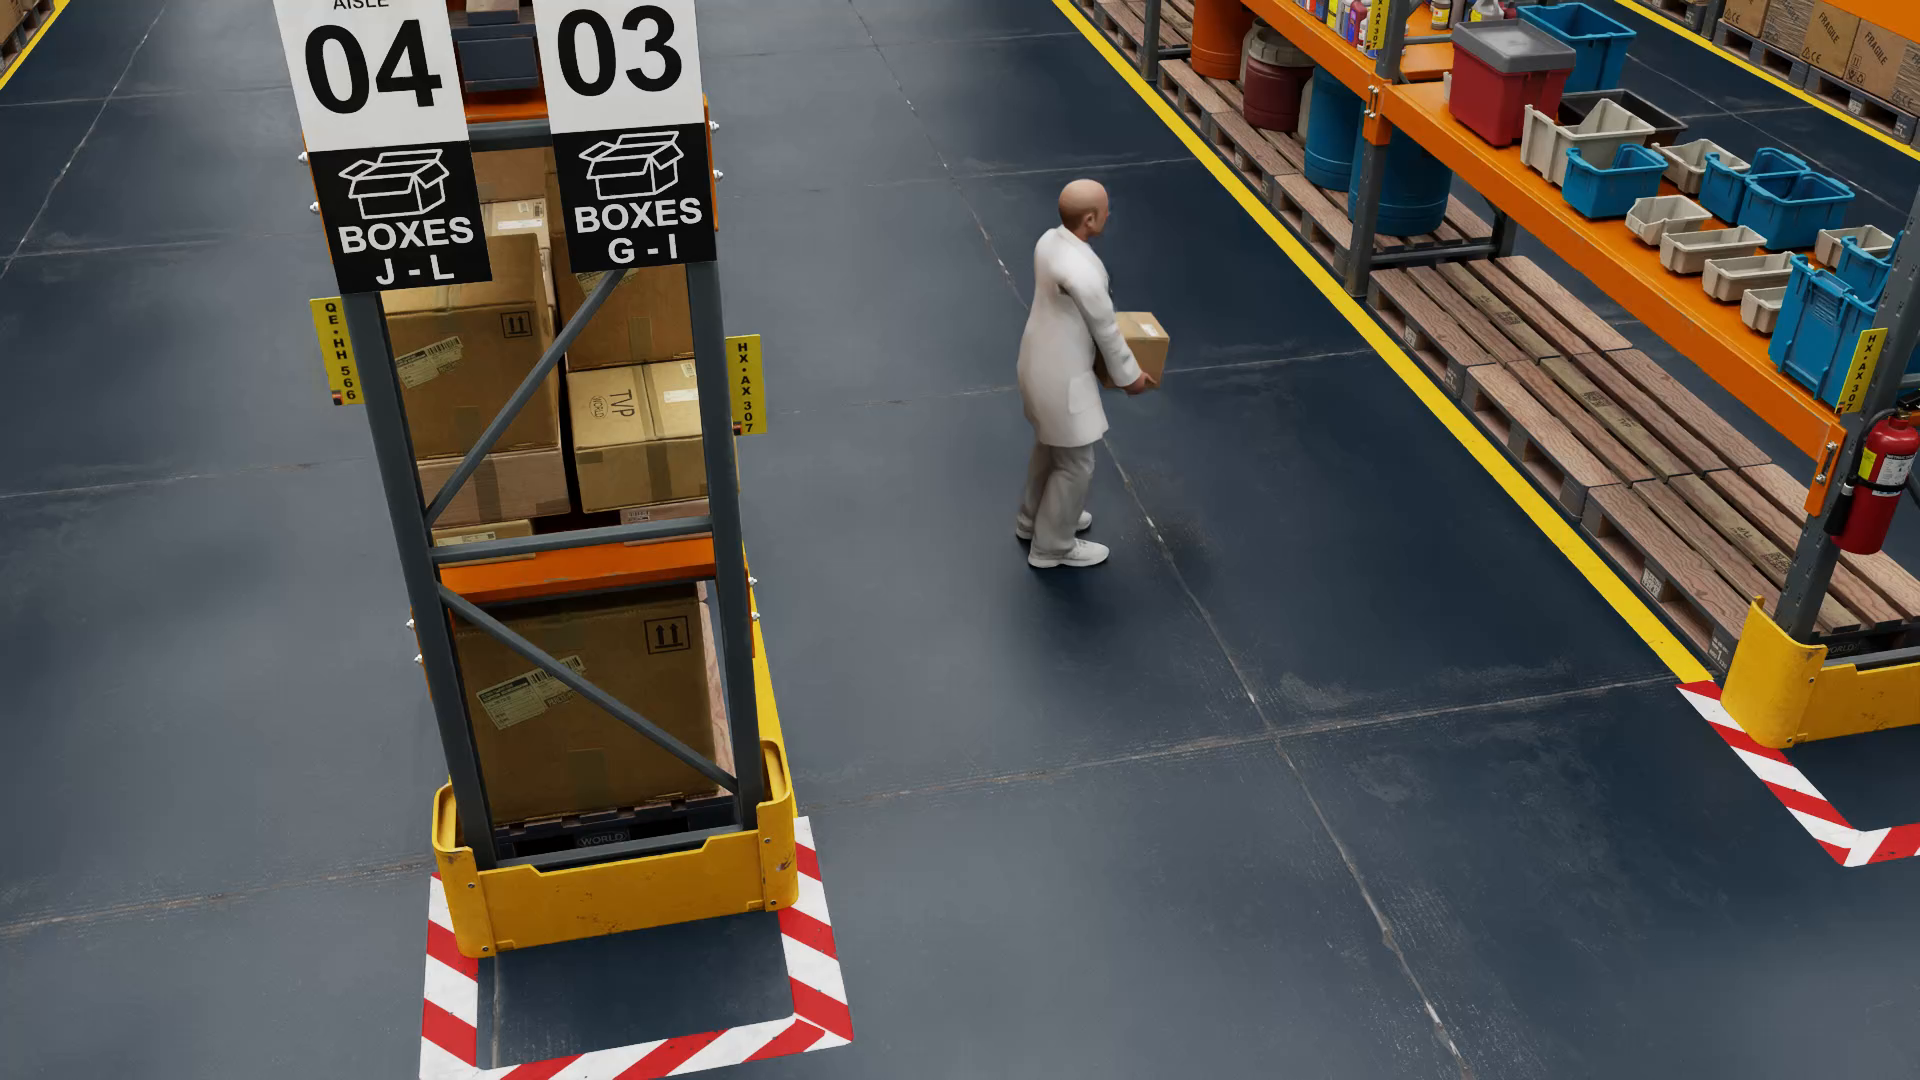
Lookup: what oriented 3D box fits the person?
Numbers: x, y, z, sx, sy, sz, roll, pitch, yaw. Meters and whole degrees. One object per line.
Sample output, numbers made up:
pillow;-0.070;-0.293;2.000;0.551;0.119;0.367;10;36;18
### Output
person;0.539;-0.718;7.234;0.574;1.774;0.531;-8;35;-11
